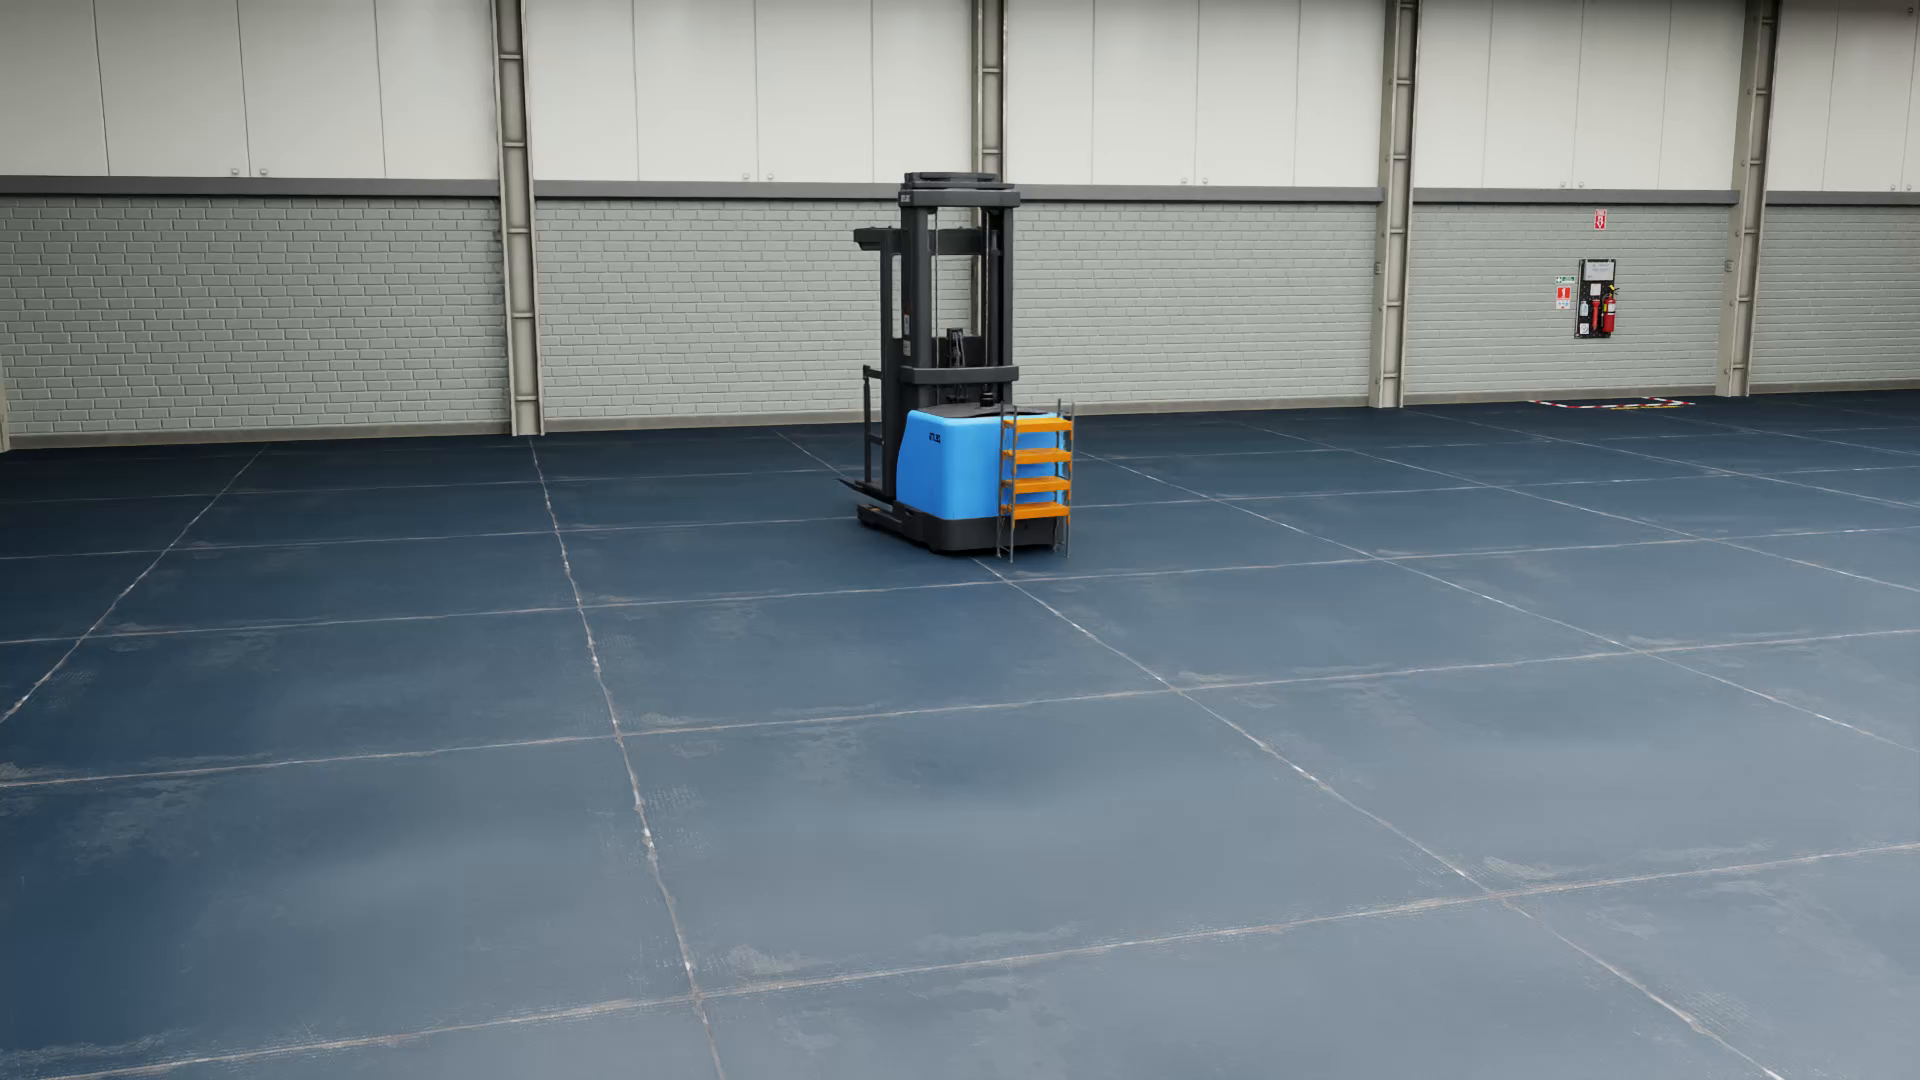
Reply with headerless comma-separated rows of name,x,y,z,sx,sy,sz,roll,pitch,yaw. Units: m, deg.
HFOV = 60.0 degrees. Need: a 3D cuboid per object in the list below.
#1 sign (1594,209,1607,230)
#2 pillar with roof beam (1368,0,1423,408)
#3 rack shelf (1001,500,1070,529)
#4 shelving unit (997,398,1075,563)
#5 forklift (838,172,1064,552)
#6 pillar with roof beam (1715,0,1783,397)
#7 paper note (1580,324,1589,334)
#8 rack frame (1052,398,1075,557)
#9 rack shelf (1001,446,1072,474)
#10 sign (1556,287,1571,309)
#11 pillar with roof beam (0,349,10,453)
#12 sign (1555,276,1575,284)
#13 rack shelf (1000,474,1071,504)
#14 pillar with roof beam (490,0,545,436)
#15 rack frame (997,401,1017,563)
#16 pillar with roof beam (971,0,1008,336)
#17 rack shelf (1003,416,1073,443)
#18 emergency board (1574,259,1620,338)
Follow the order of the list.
sign,9.483,-4.744,24.626,0.199,0.298,0.001,-3,11,-16
pillar with roof beam,7.345,-5.604,19.130,0.400,9.000,9.100,-3,11,-16
rack shelf,0.569,-0.198,12.736,0.480,0.148,0.258,-5,15,-25
shelving unit,0.575,-0.457,12.675,0.503,1.200,0.258,-5,15,-25
forklift,-0.229,-1.573,13.993,1.130,2.935,3.031,-4,11,-23
pillar with roof beam,13.106,-5.907,20.779,0.400,9.000,9.100,-3,11,-16
paper note,9.330,-3.157,24.841,0.142,0.148,0.016,-3,11,-16
rack frame,0.795,-0.476,12.778,0.015,1.200,0.240,-5,15,-25
rack shelf,0.578,-0.609,12.640,0.480,0.148,0.258,-5,15,-25
sign,8.959,-3.594,24.687,0.234,0.329,0.001,-3,11,-16
pillar with roof beam,-9.938,-4.693,14.182,0.400,9.000,9.100,-3,11,-16
sign,8.966,-3.854,24.632,0.331,0.109,0.001,-3,11,-16
rack shelf,0.573,-0.391,12.691,0.480,0.148,0.258,-5,15,-25
pillar with roof beam,-4.177,-4.996,15.832,0.400,9.000,9.100,-3,11,-16
rack frame,0.354,-0.438,12.573,0.015,1.200,0.240,-5,15,-25
pillar with roof beam,1.584,-5.300,17.481,0.400,9.000,9.100,-3,11,-16
rack shelf,0.583,-0.839,12.586,0.480,0.148,0.258,-5,15,-25
emergency board,9.519,-3.587,24.744,0.643,1.169,0.194,-3,11,-16
